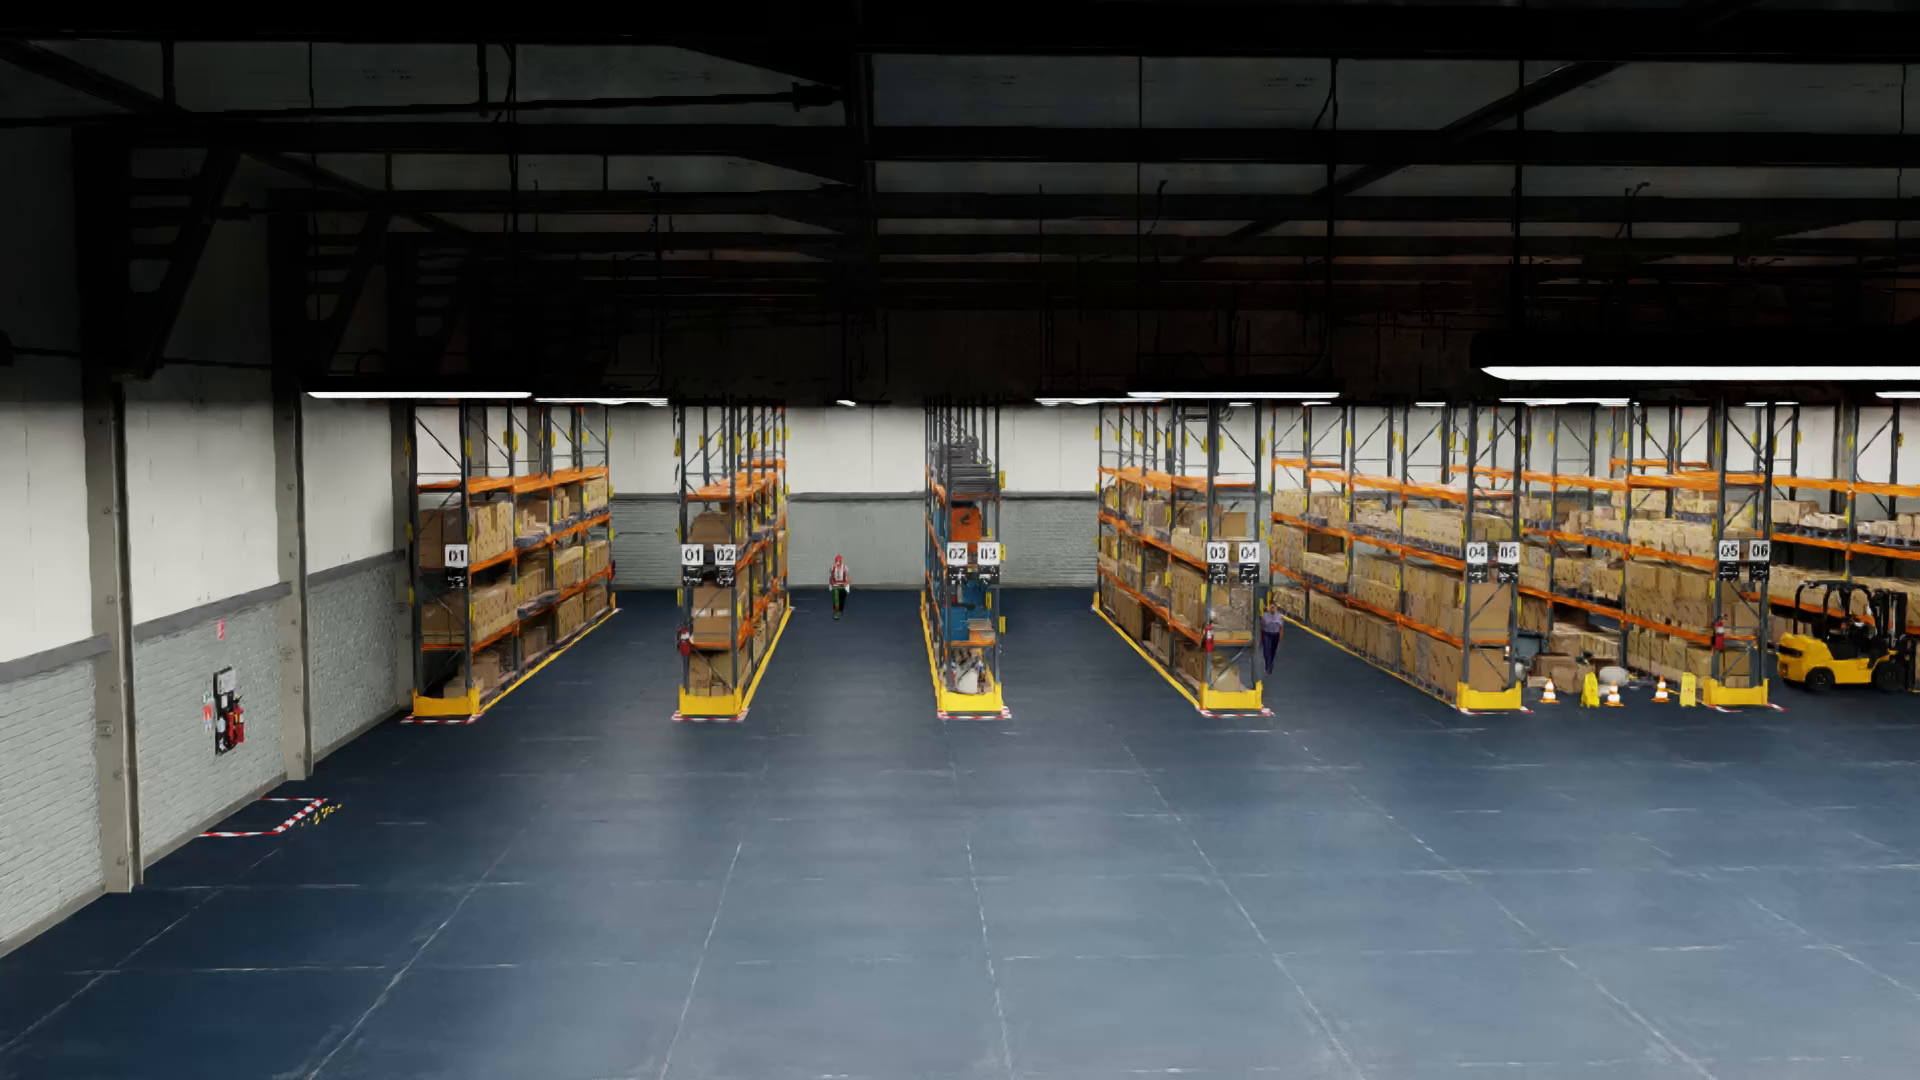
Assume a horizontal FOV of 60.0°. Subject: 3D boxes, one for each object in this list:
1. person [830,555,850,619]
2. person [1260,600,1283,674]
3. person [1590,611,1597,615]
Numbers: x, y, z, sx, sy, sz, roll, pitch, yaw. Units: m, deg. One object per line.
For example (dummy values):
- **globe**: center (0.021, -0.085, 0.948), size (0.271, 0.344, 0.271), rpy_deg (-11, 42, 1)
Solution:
- **person**: center (-3.289, 1.262, 45.496), size (0.567, 1.736, 1.041), rpy_deg (0, 5, -3)
- **person**: center (6.765, 2.088, 36.030), size (0.478, 1.554, 1.093), rpy_deg (0, 5, -5)
- **person**: center (17.335, 1.176, 46.091), size (0.637, 1.771, 0.709), rpy_deg (1, 5, 9)
